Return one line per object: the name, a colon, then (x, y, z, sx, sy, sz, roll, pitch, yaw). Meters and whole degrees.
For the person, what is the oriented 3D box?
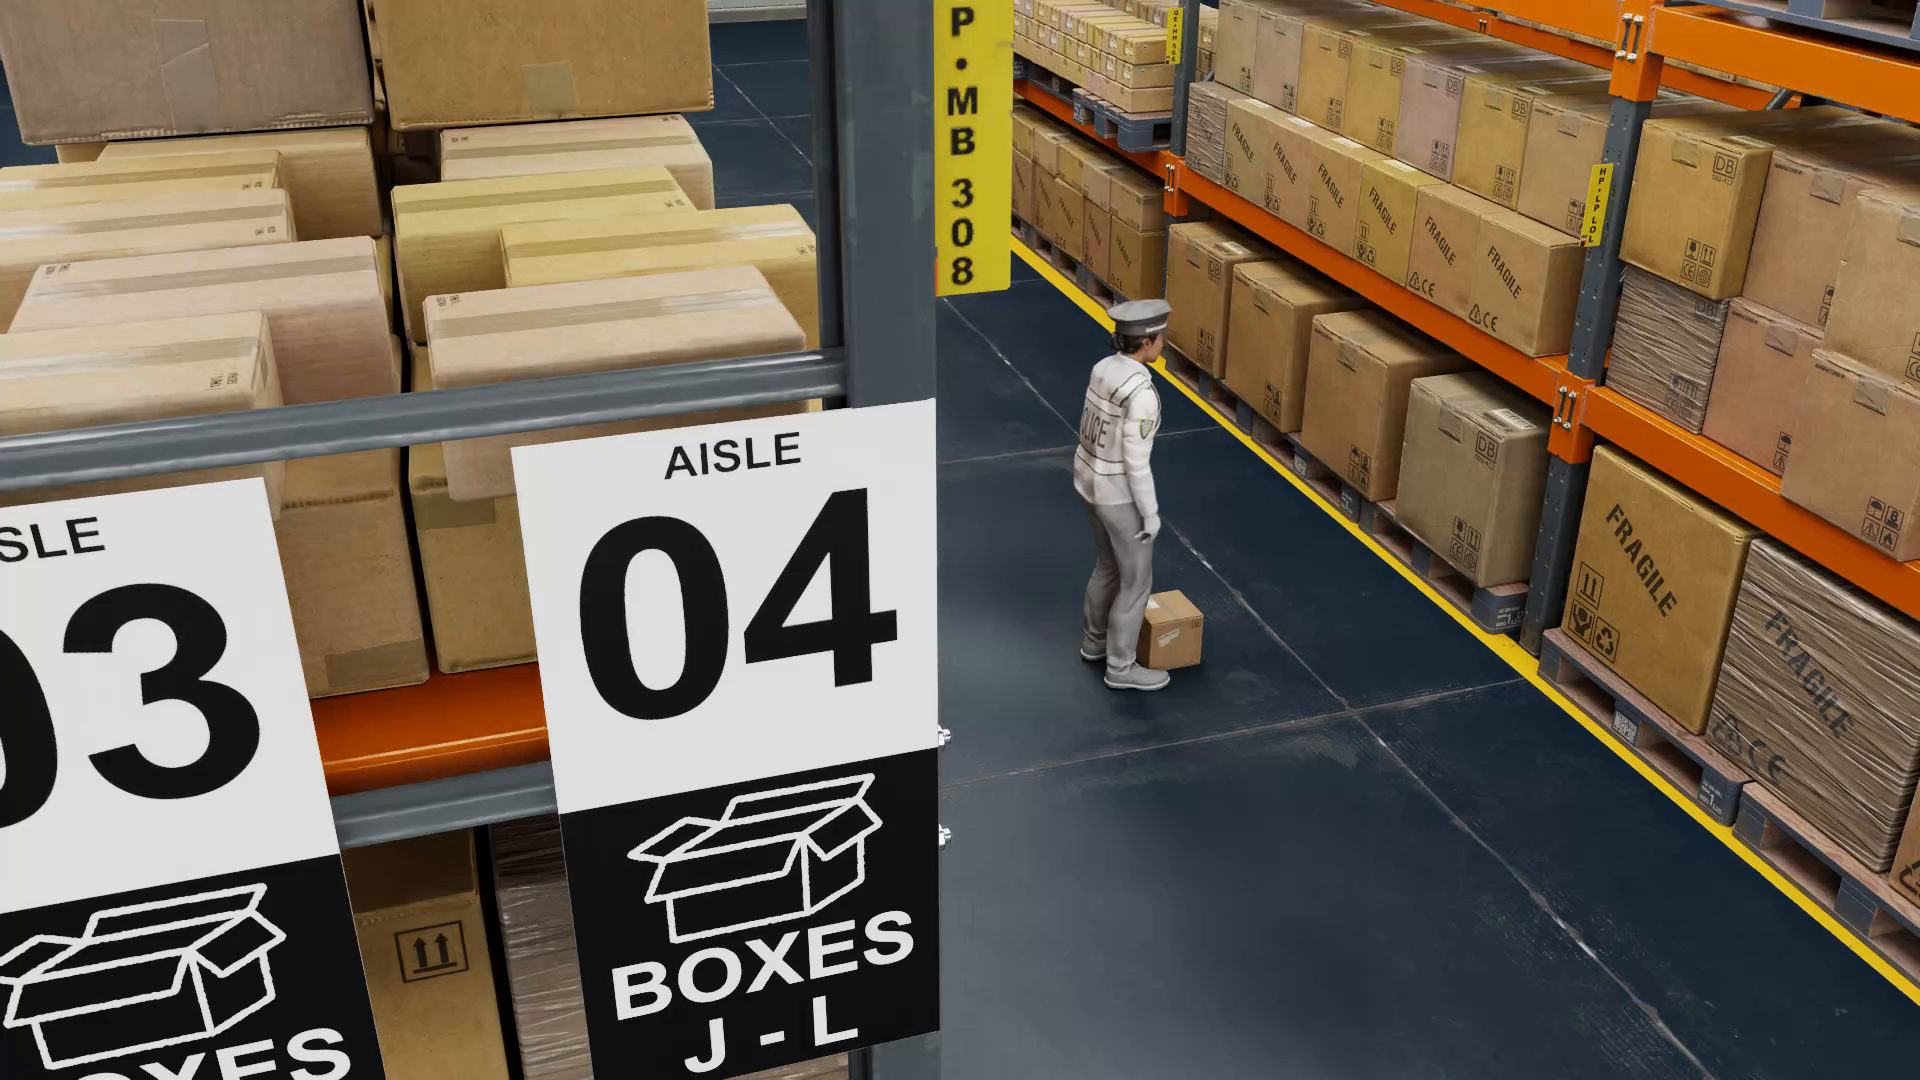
person: (0.695, -0.216, 6.974, 0.342, 1.600, 0.503, -9, 28, -17)
